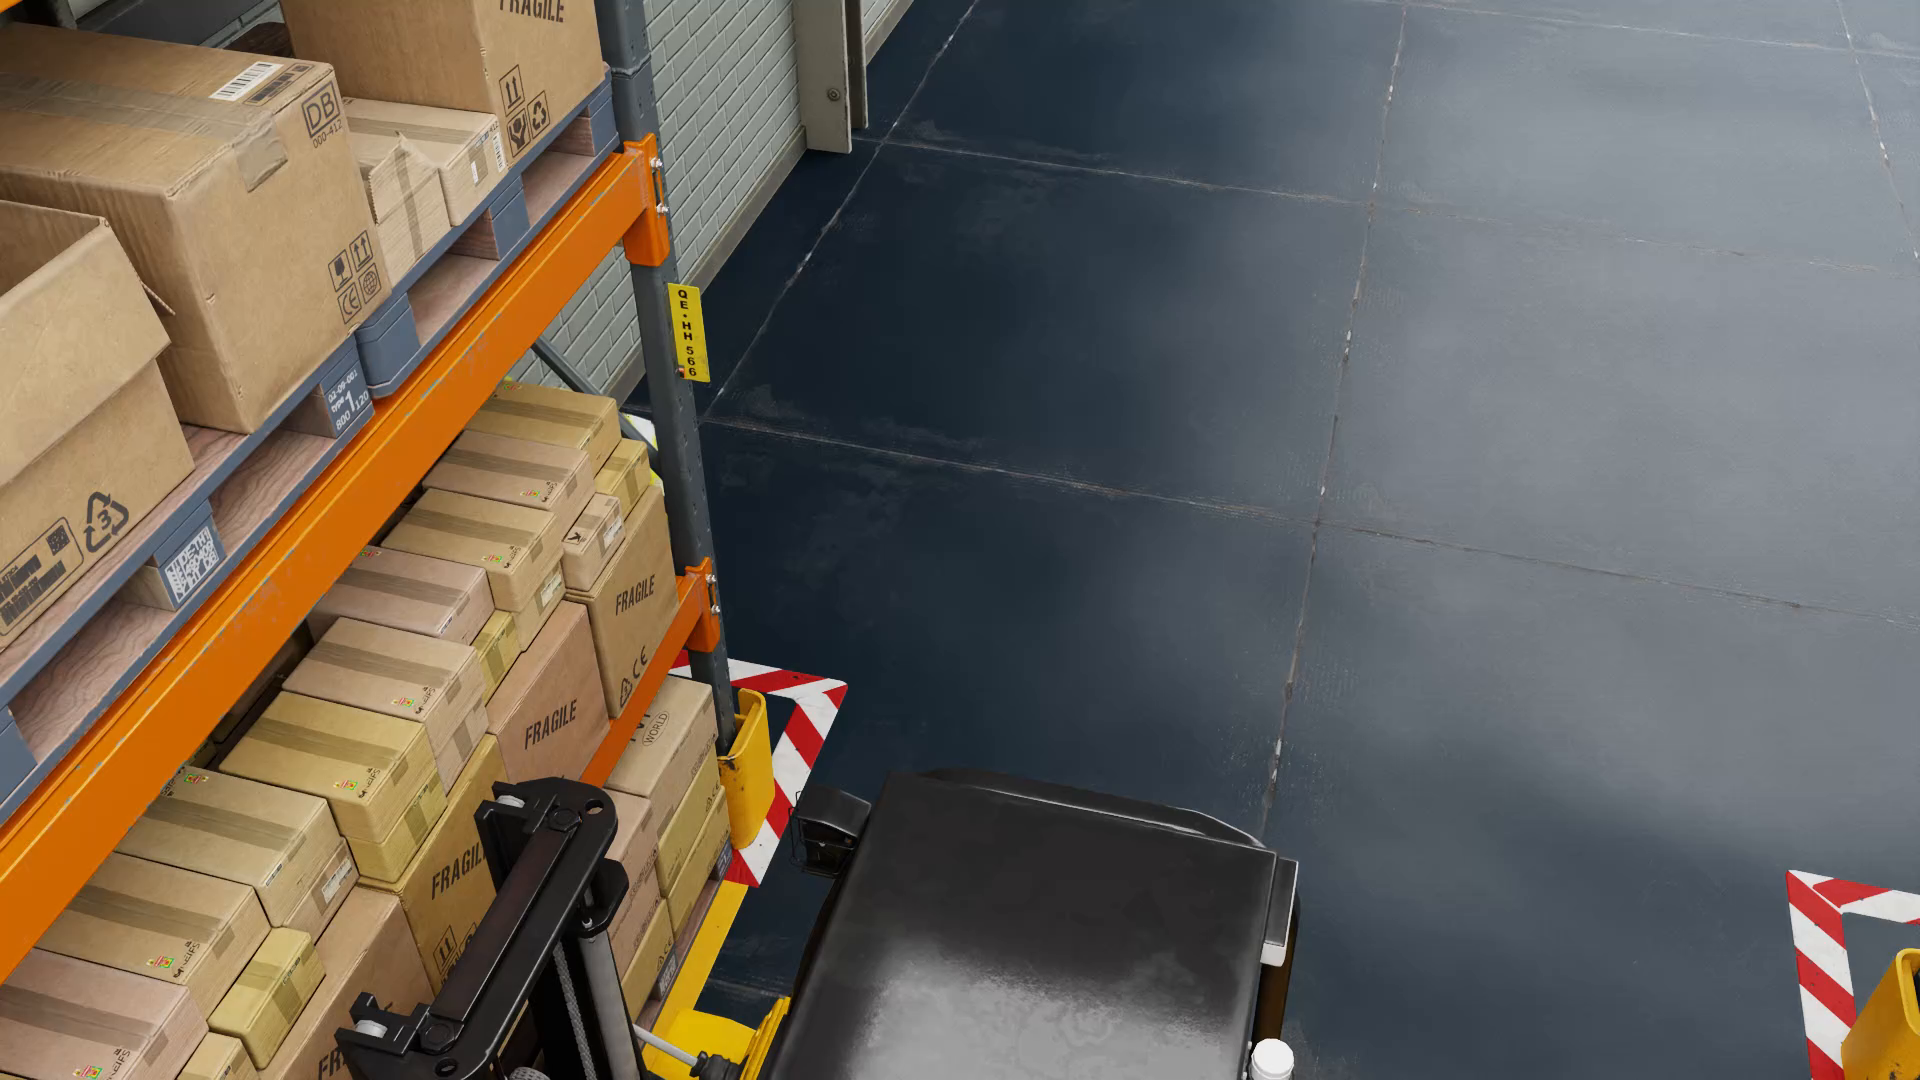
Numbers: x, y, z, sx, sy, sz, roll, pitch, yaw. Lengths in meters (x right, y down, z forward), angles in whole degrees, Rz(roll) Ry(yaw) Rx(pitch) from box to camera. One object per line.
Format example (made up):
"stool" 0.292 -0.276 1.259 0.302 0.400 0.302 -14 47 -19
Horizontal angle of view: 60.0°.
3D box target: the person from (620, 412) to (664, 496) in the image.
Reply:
"person" -1.608 -0.151 6.900 0.951 1.005 0.523 1 41 1
